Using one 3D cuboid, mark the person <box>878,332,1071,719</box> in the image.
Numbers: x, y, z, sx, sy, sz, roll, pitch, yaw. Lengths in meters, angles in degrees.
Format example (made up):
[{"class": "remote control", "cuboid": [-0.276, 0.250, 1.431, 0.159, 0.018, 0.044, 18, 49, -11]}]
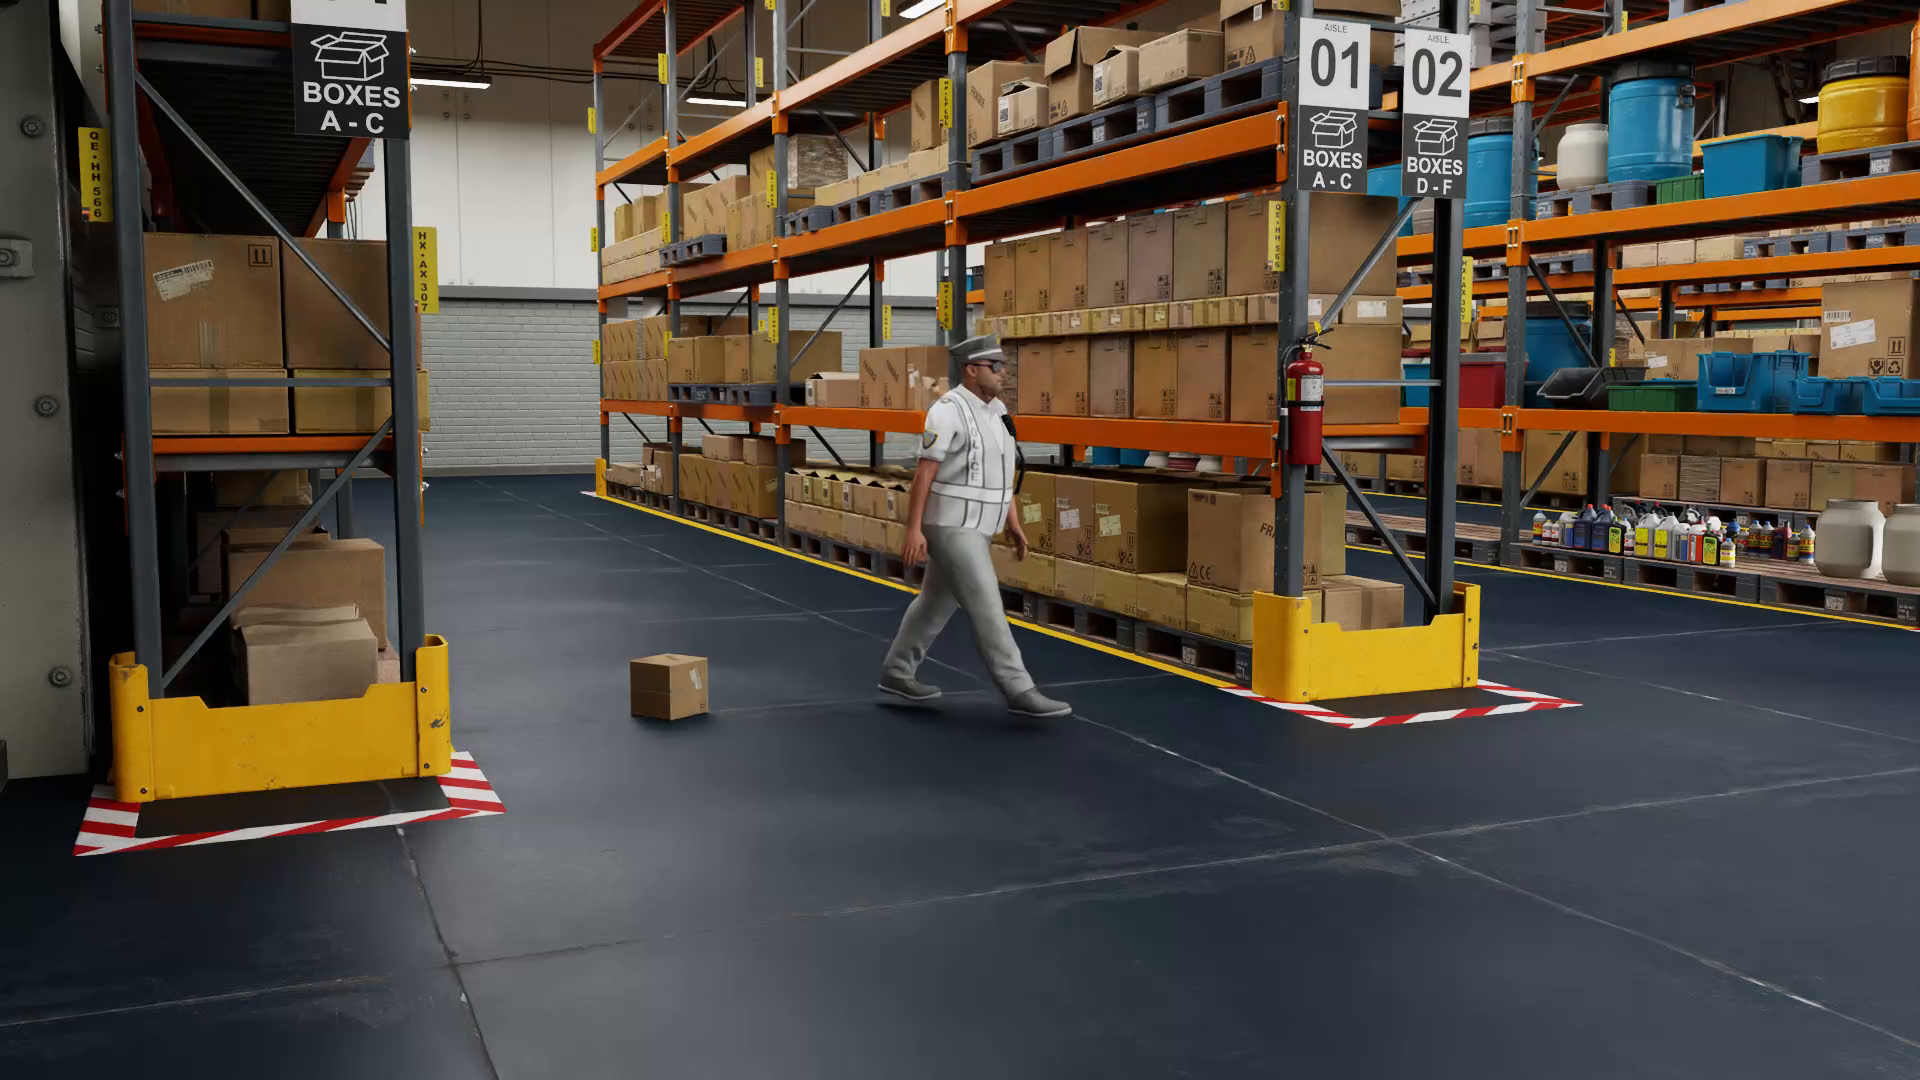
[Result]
[{"class": "person", "cuboid": [0.080, -0.084, 7.499, 1.037, 1.689, 0.570, 3, 6, 26]}]
